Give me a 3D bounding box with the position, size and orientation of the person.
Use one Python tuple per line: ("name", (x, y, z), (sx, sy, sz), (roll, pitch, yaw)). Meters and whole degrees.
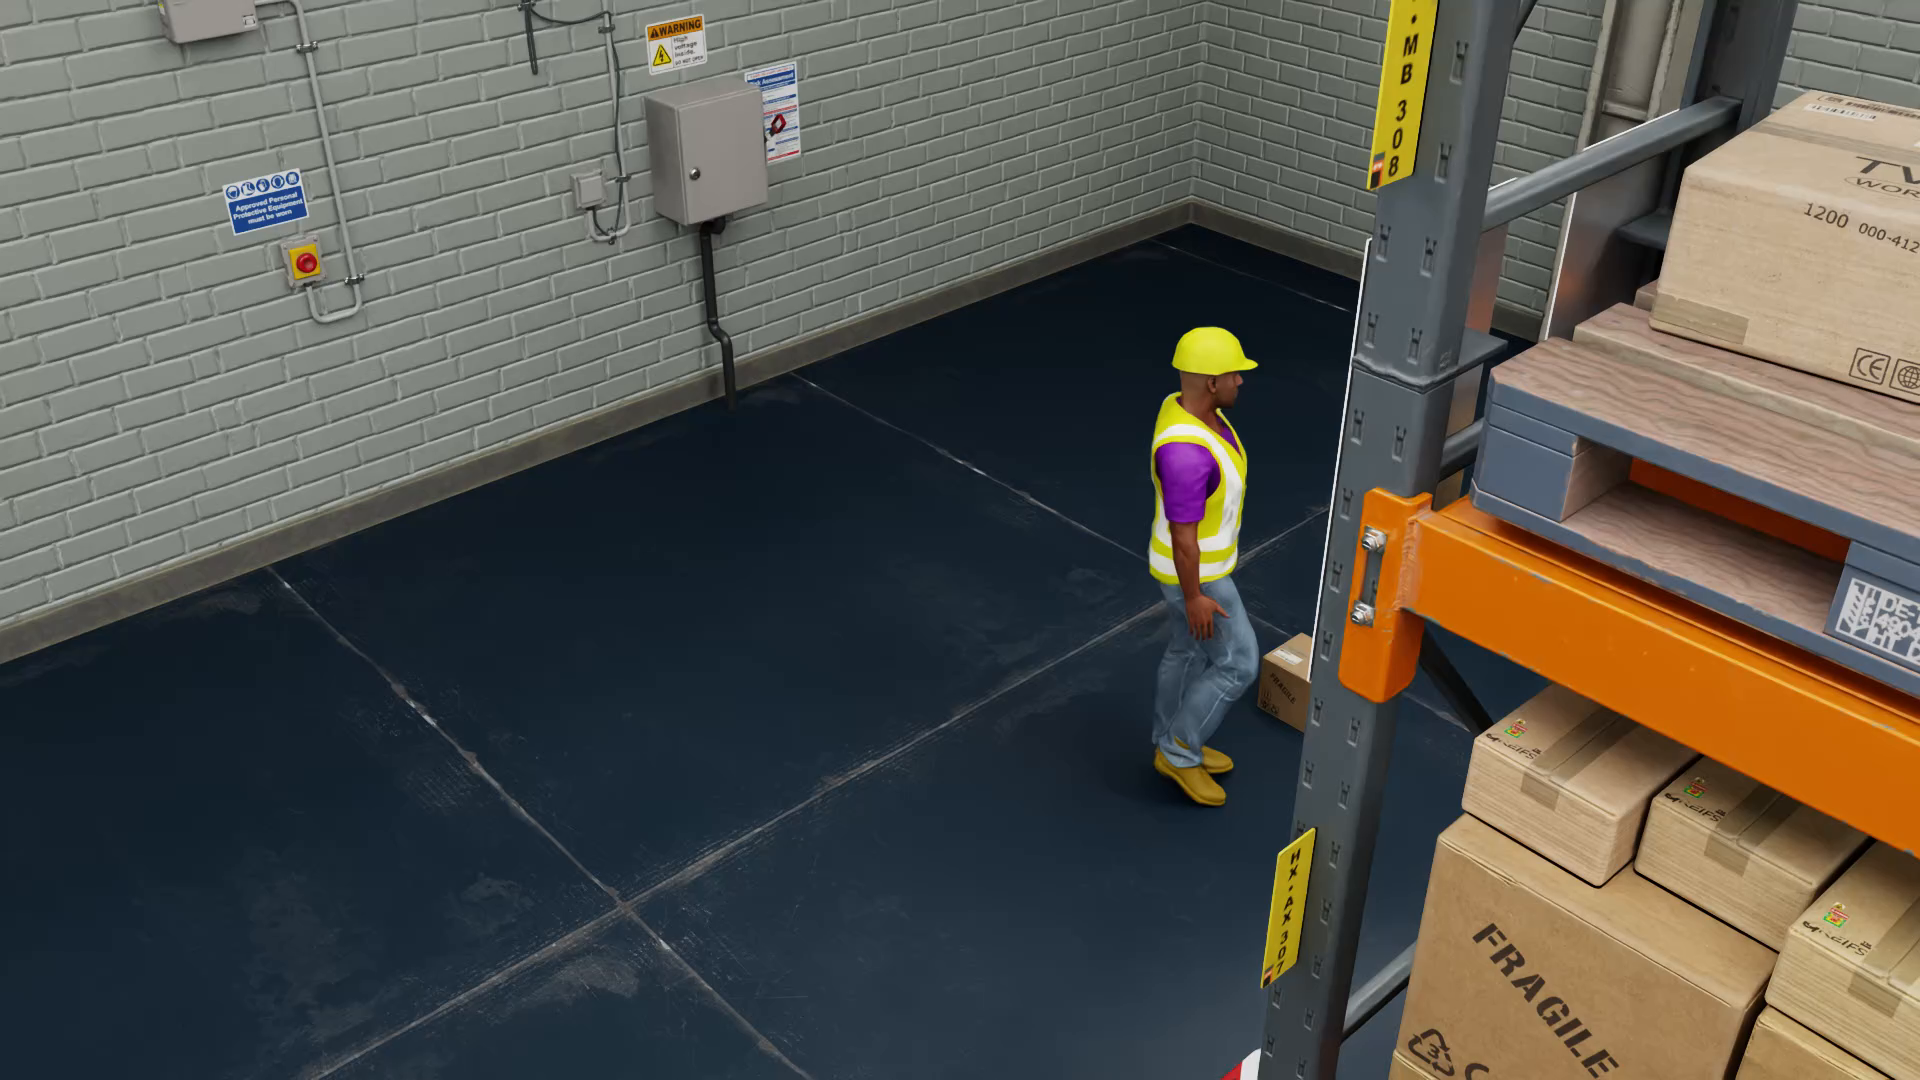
("person", (0.878, 0.083, 5.957), (0.439, 1.772, 0.602), (5, 32, 8))
